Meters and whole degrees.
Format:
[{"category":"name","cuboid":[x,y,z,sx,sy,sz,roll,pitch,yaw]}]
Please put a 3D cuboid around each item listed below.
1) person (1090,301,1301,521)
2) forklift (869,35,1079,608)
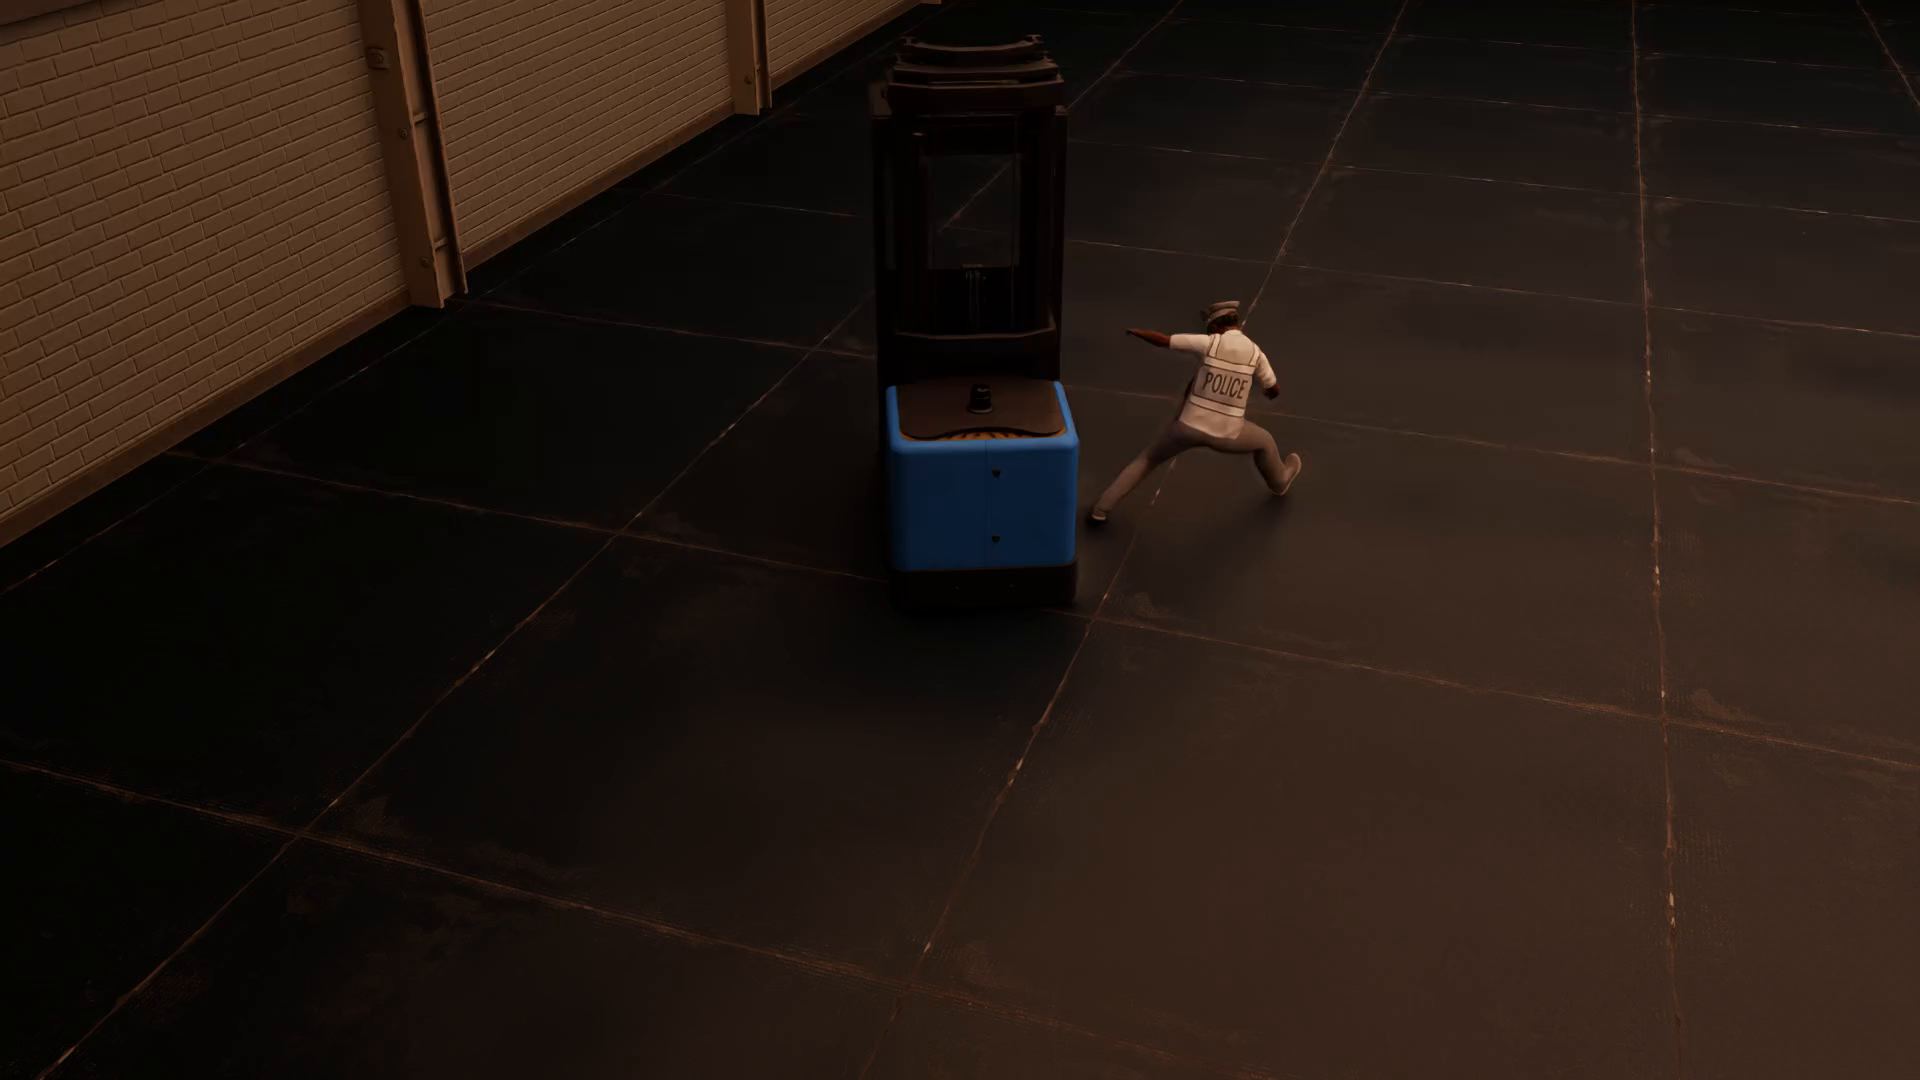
[{"category":"person","cuboid":[1.484,-0.803,10.161,1.287,1.339,0.795,5,30,9]},{"category":"forklift","cuboid":[0.035,-1.591,9.928,1.130,2.935,3.031,-2,30,-3]}]
